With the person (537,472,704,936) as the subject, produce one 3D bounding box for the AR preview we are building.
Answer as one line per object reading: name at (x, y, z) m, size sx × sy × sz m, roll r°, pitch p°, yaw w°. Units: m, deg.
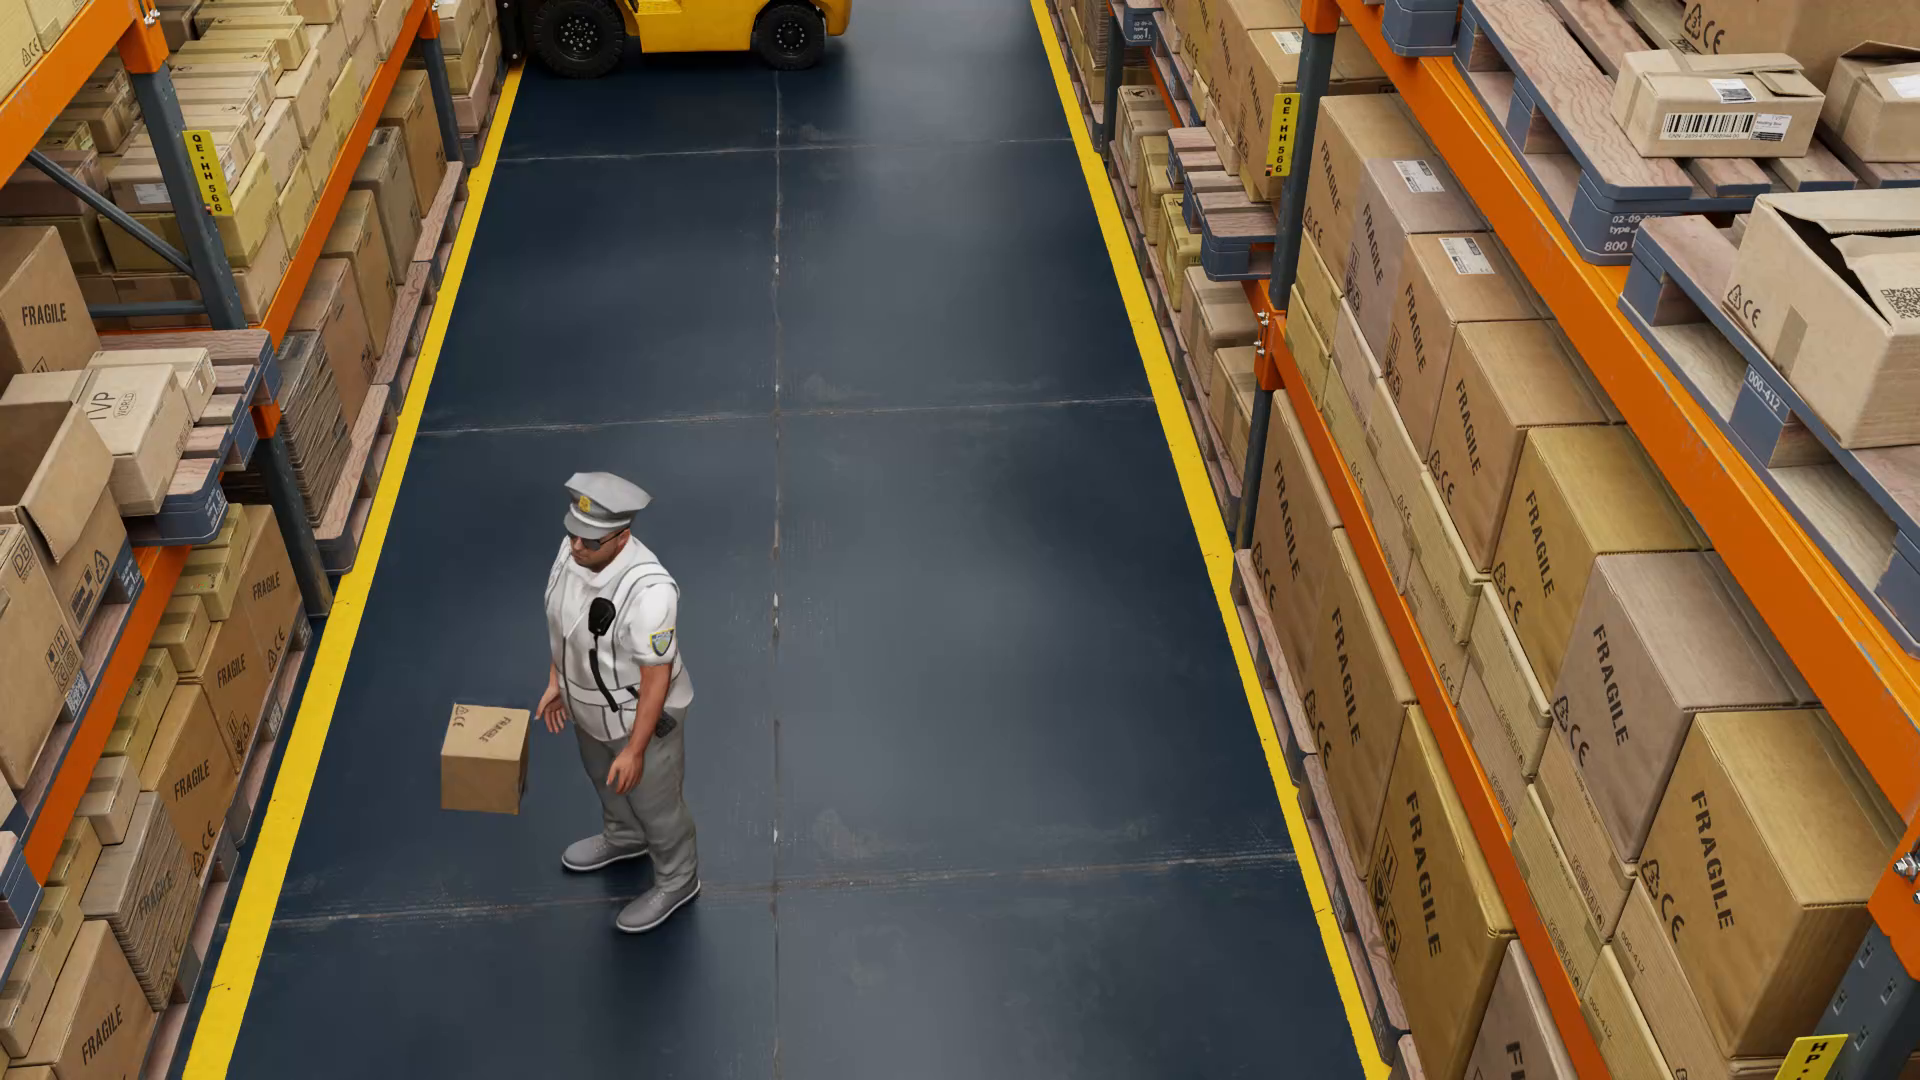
person at (-1.126, 0.533, 5.439) m, size 0.602 × 1.785 × 0.425 m, roll 31°, pitch 48°, yaw 32°
